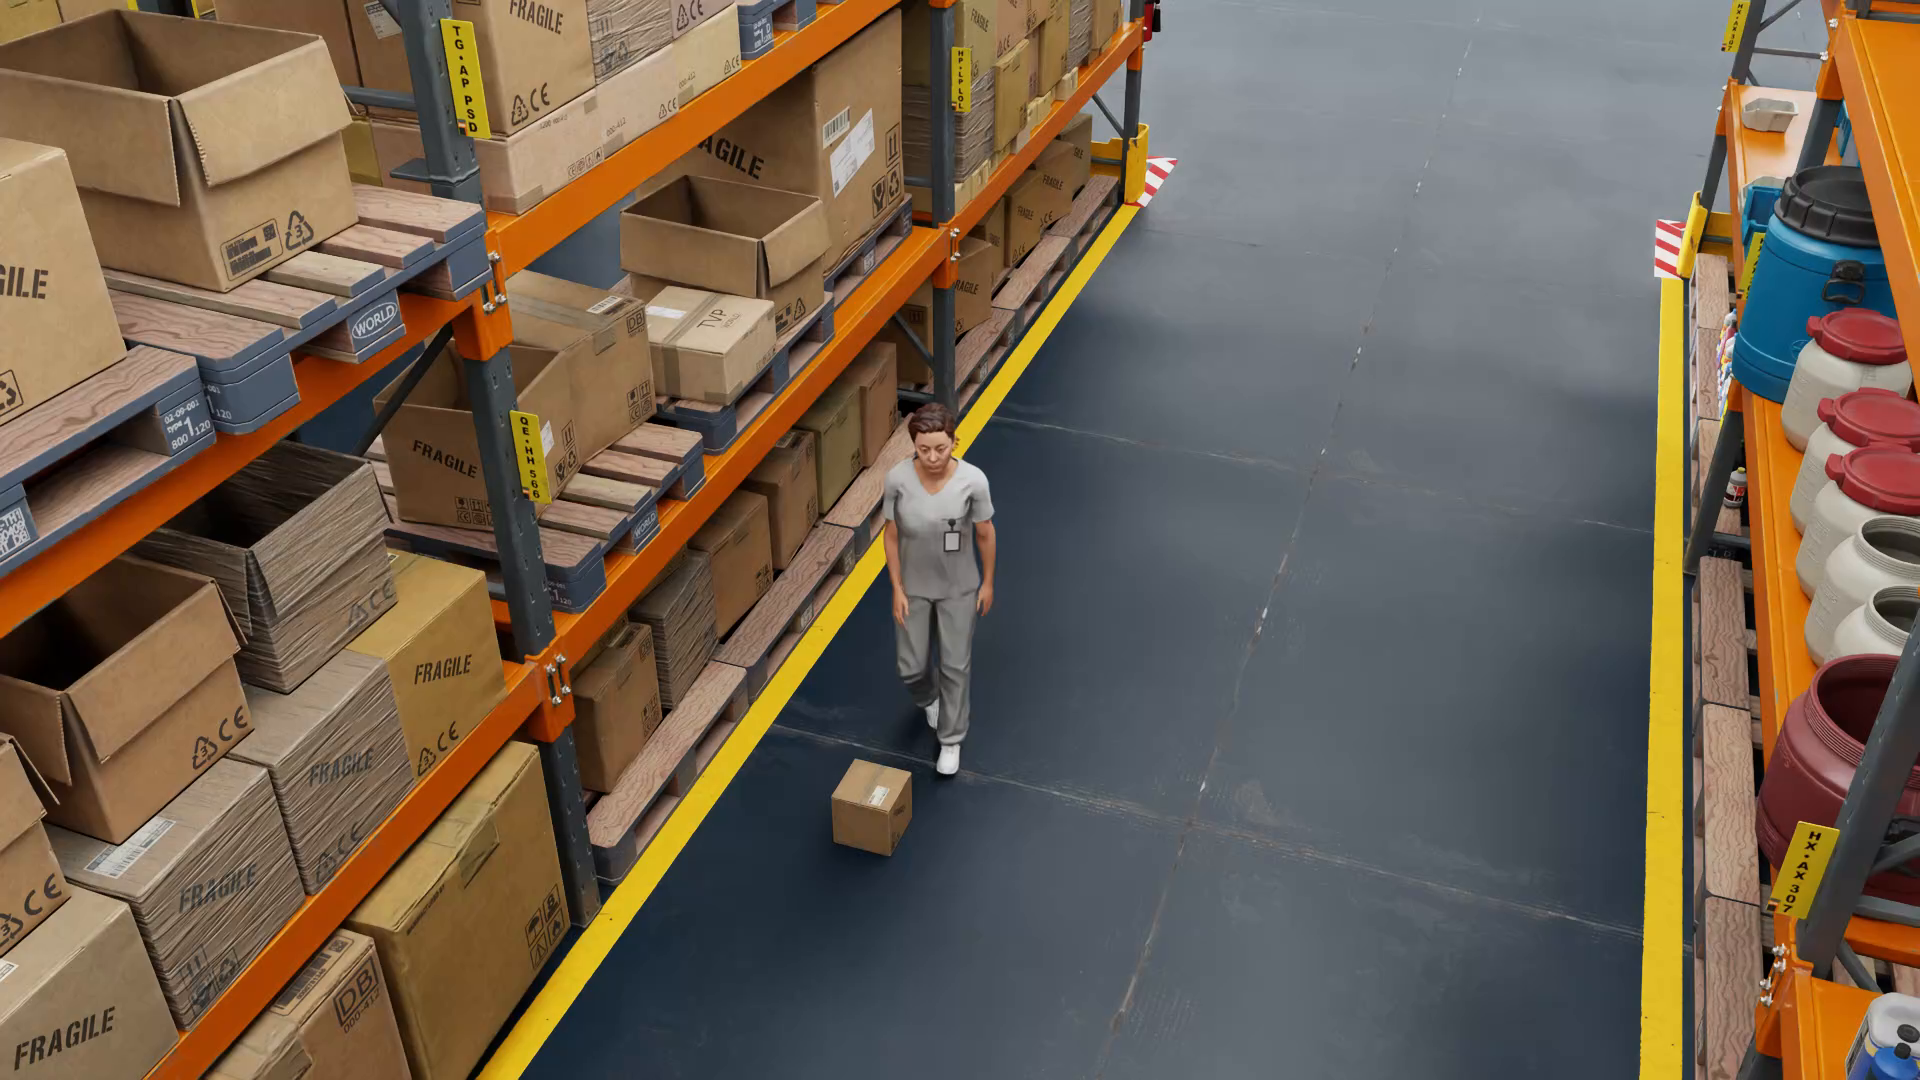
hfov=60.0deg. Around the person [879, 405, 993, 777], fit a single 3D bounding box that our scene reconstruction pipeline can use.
[{"bbox_3d":[-0.096,0.205,6.822,0.460,1.652,0.472,5,34,7],"label":"person"}]
